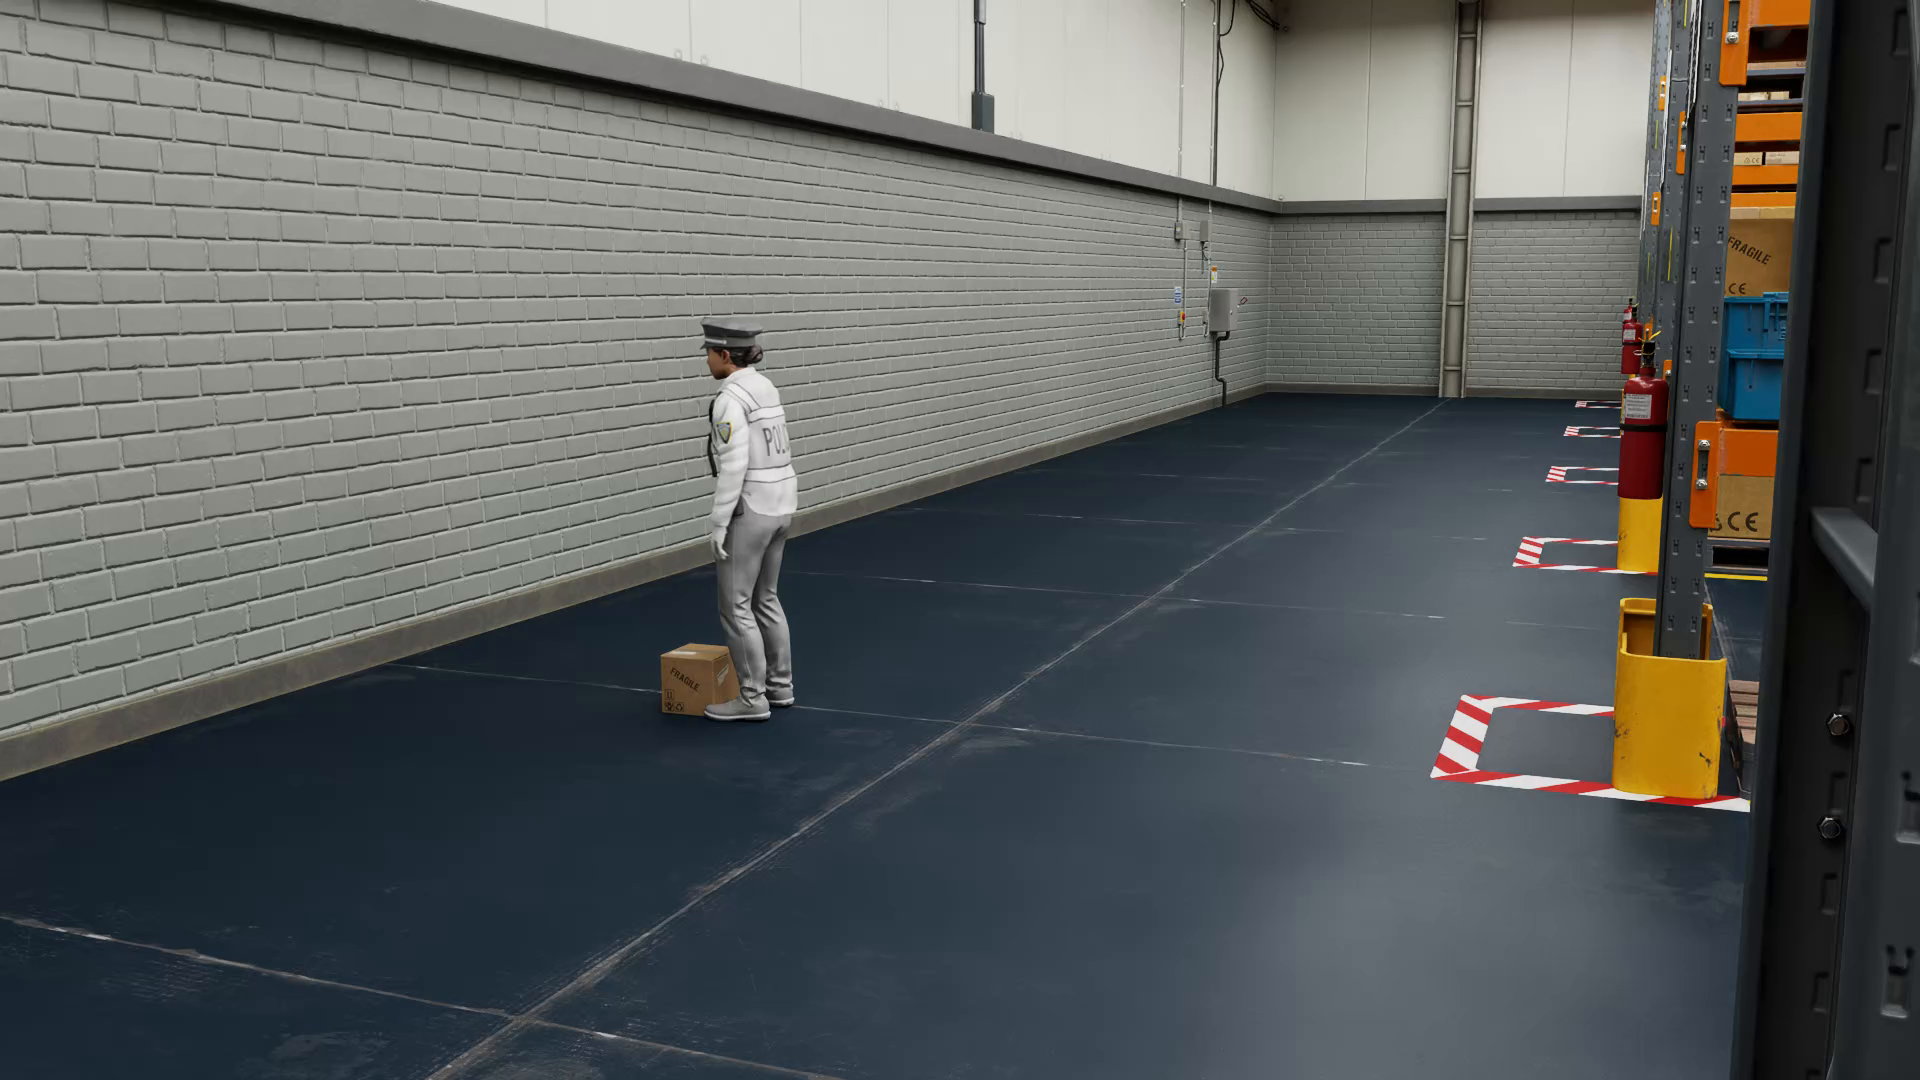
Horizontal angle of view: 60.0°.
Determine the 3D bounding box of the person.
[{"bbox_3d":[-0.881,-0.088,6.905,0.370,1.666,0.545,3,9,19],"label":"person"}]
